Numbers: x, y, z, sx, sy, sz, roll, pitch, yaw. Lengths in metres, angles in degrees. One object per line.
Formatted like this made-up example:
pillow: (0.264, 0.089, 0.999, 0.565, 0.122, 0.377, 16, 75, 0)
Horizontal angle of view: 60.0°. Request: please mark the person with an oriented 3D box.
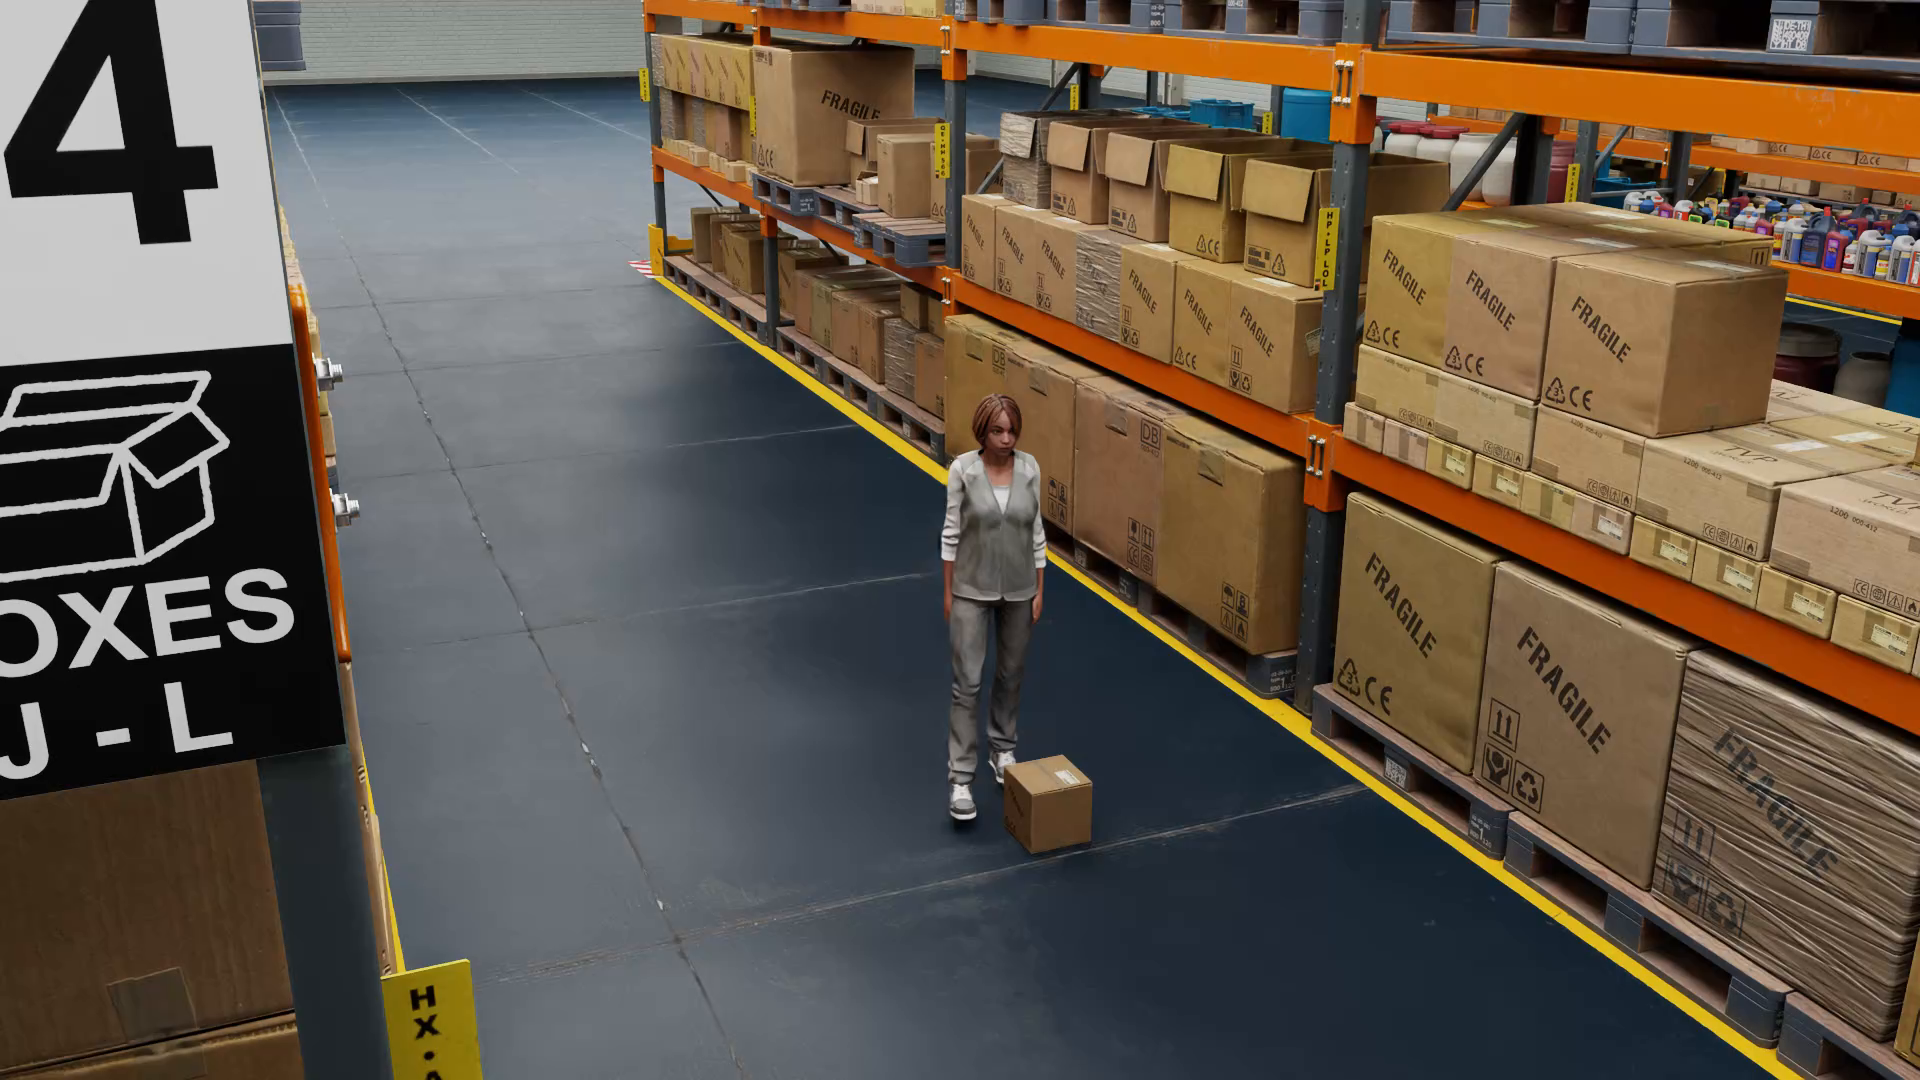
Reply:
person: (0.134, 0.244, 6.349, 0.456, 1.594, 0.572, -5, 20, -14)
